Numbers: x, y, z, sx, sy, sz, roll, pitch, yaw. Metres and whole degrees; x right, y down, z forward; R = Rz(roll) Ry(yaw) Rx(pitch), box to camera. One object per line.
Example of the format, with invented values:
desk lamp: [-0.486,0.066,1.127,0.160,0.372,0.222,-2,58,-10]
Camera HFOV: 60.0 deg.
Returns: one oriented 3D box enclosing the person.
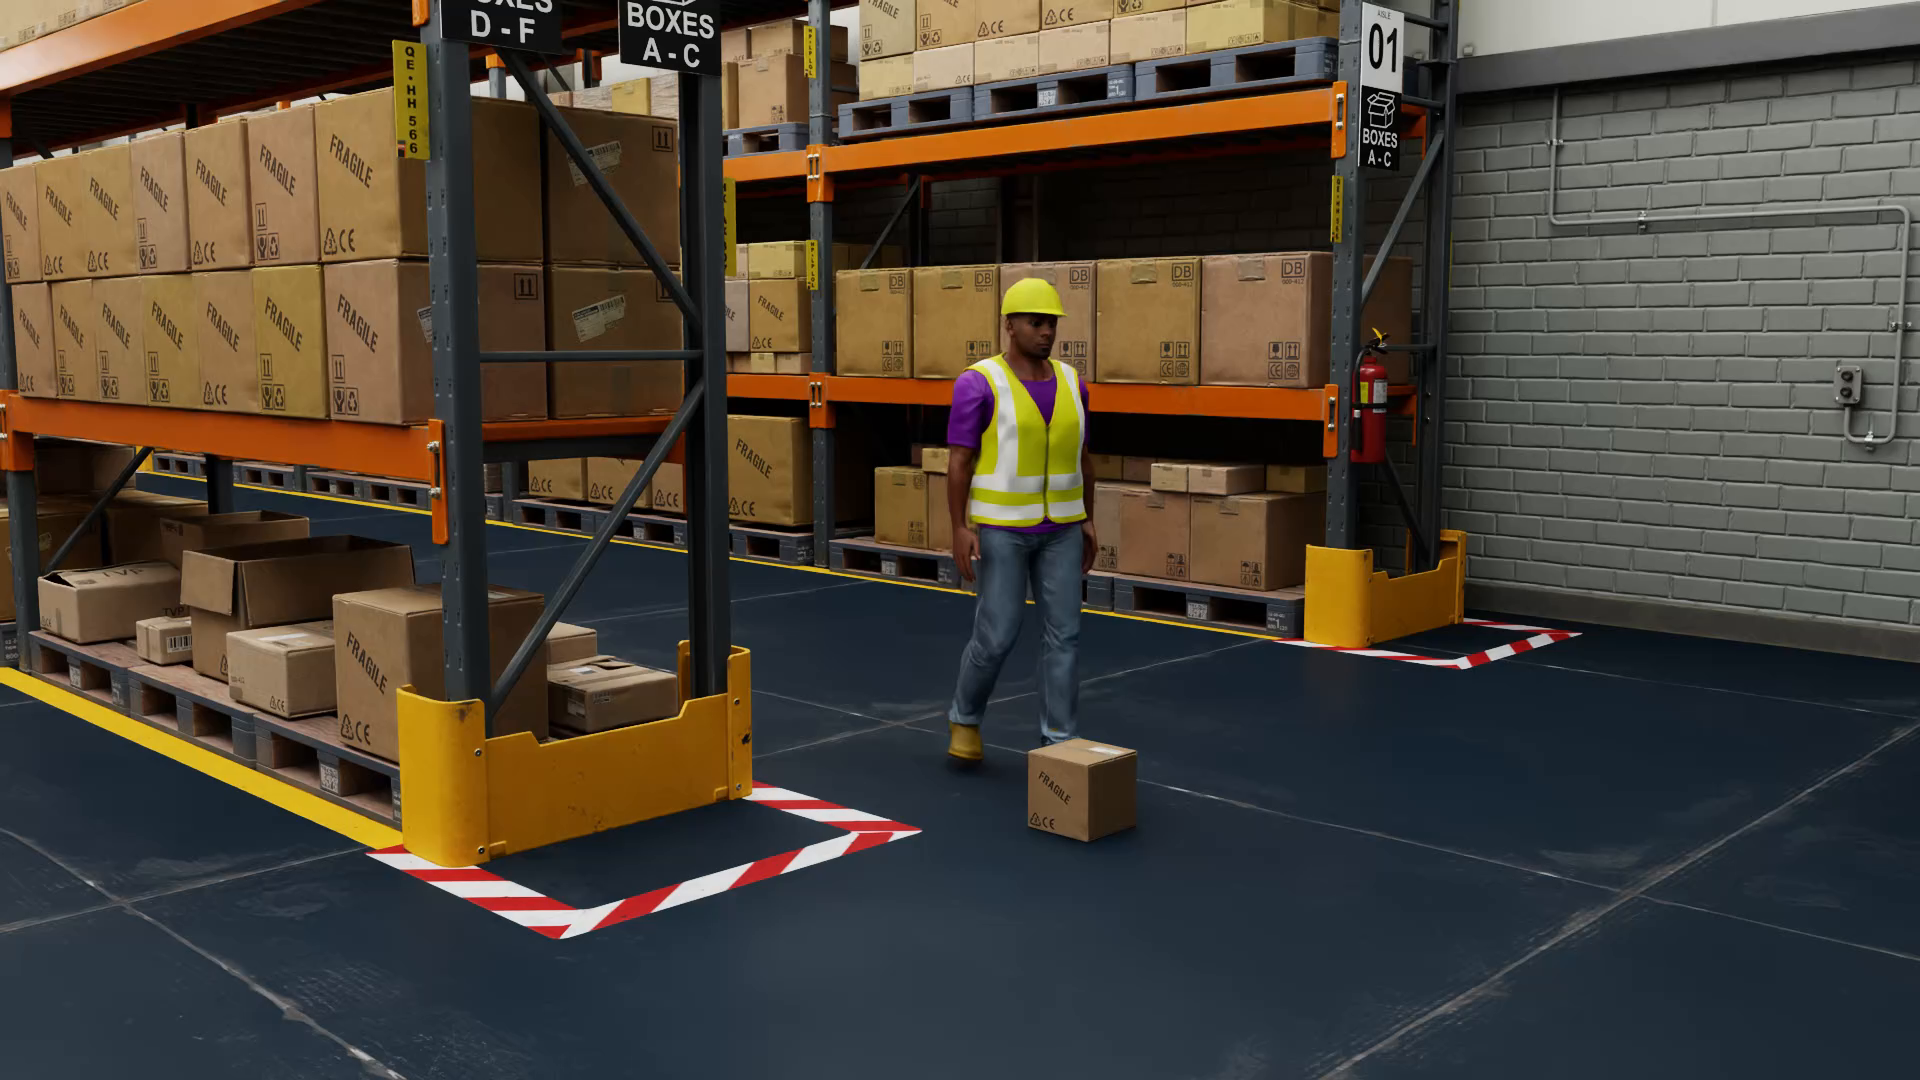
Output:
person: [0.240,-0.039,5.937,0.594,1.767,0.665,-3,8,-24]
